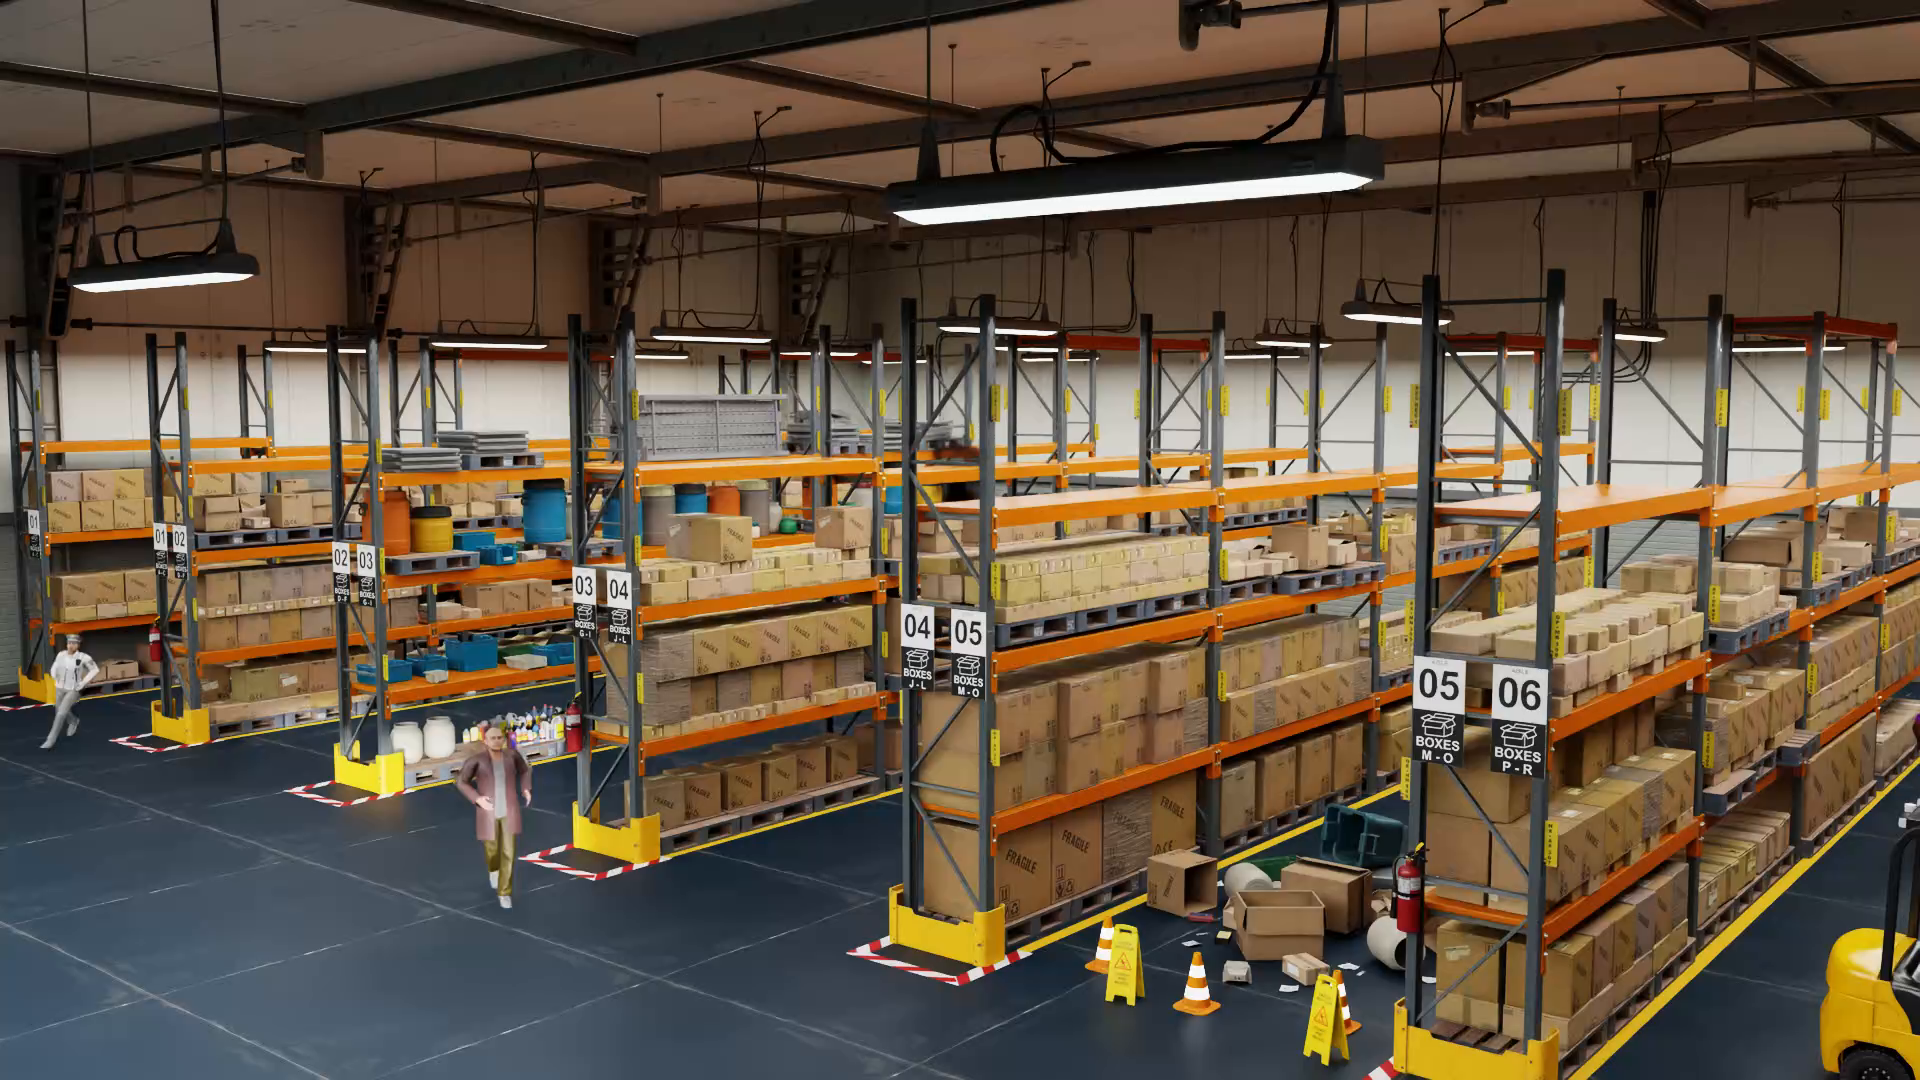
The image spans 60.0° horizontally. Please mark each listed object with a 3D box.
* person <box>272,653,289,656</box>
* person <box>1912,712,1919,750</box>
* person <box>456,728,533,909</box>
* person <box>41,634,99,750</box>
[{"bbox_3d":[-11.315,1.857,27.472,0.653,1.655,0.786,4,7,40],"label":"person"},{"bbox_3d":[11.463,2.541,19.339,0.677,1.821,0.738,3,6,34],"label":"person"},{"bbox_3d":[-4.710,2.787,16.898,0.760,1.790,0.843,-3,6,-27],"label":"person"},{"bbox_3d":[-12.932,2.168,24.271,0.640,1.650,0.872,0,5,3],"label":"person"}]
